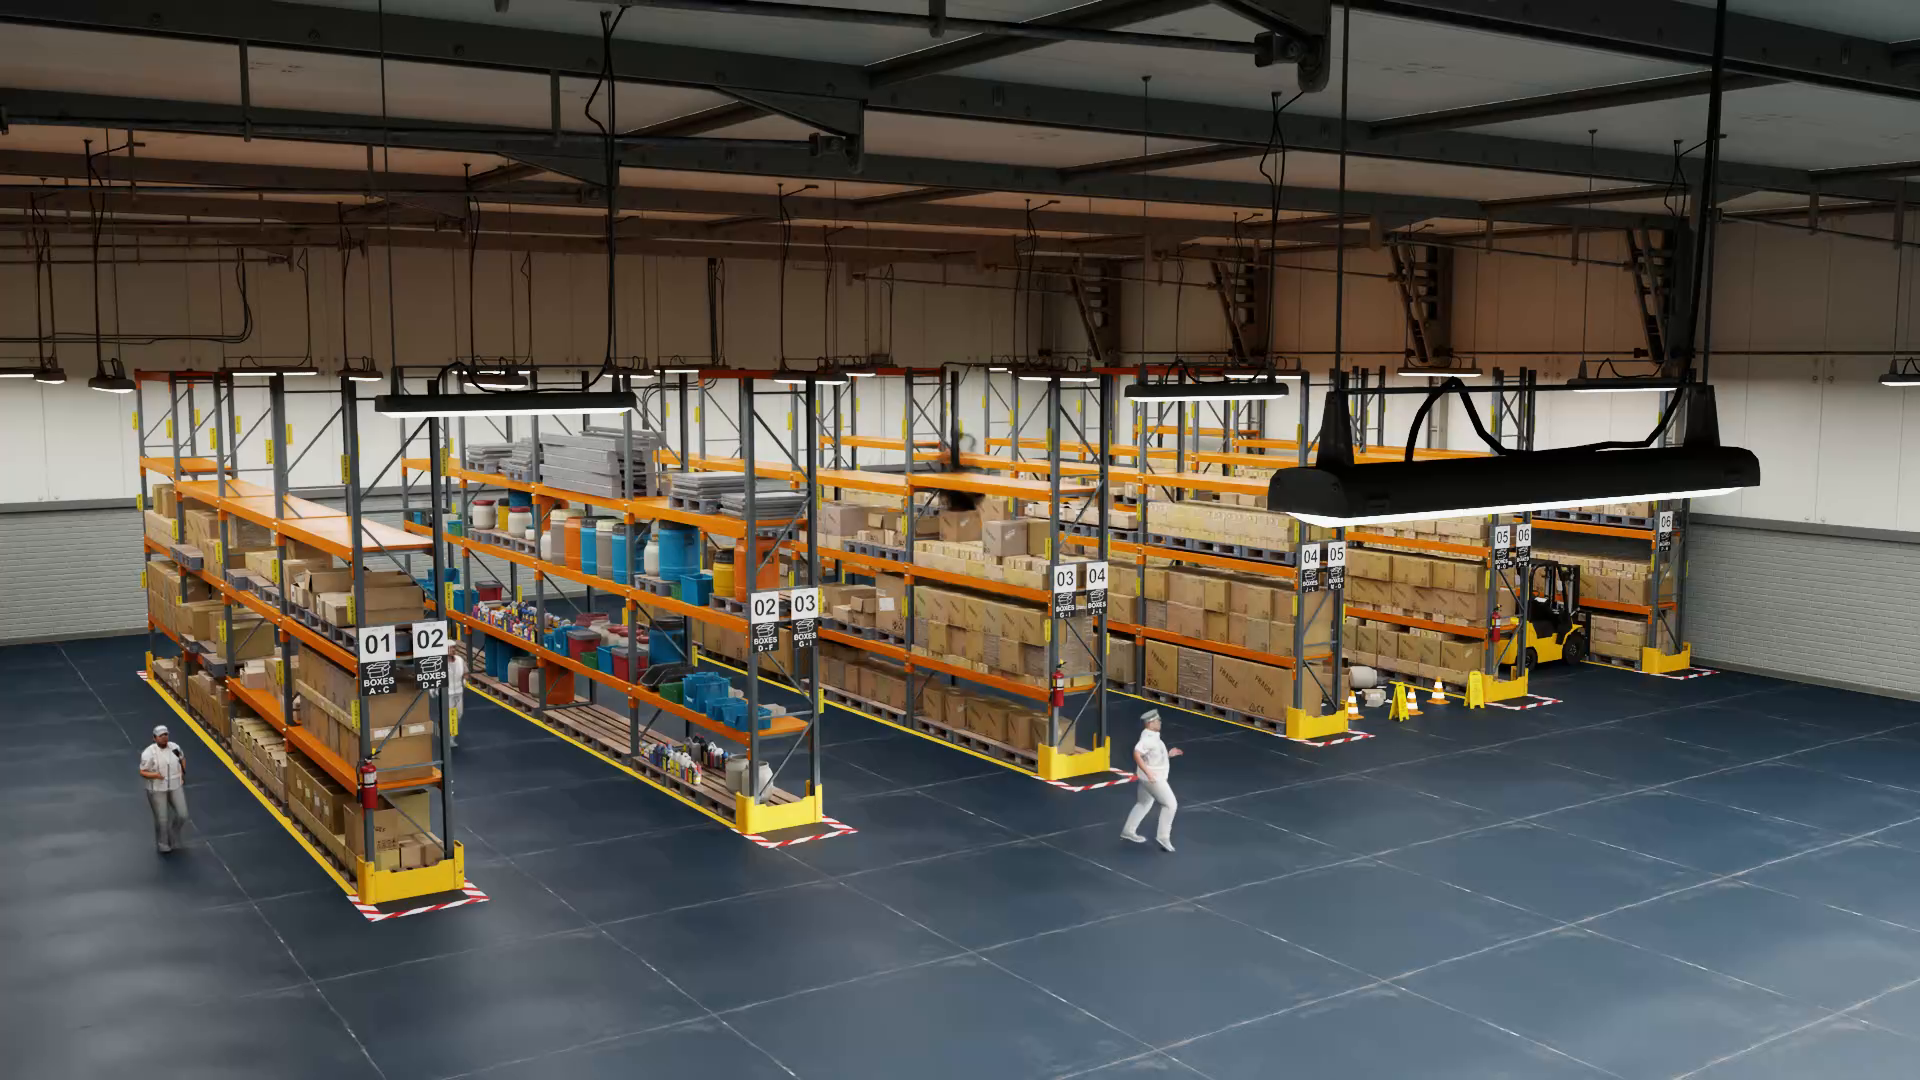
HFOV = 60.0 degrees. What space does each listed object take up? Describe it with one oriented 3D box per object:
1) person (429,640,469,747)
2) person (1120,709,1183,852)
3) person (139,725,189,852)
[{"bbox_3d":[-8.137,2.468,26.611,0.595,1.746,0.692,6,9,42],"label":"person"},{"bbox_3d":[2.454,3.072,21.222,0.781,1.856,0.637,-1,6,-5],"label":"person"},{"bbox_3d":[-9.994,3.153,20.976,0.591,1.638,0.566,-6,9,-41],"label":"person"}]
